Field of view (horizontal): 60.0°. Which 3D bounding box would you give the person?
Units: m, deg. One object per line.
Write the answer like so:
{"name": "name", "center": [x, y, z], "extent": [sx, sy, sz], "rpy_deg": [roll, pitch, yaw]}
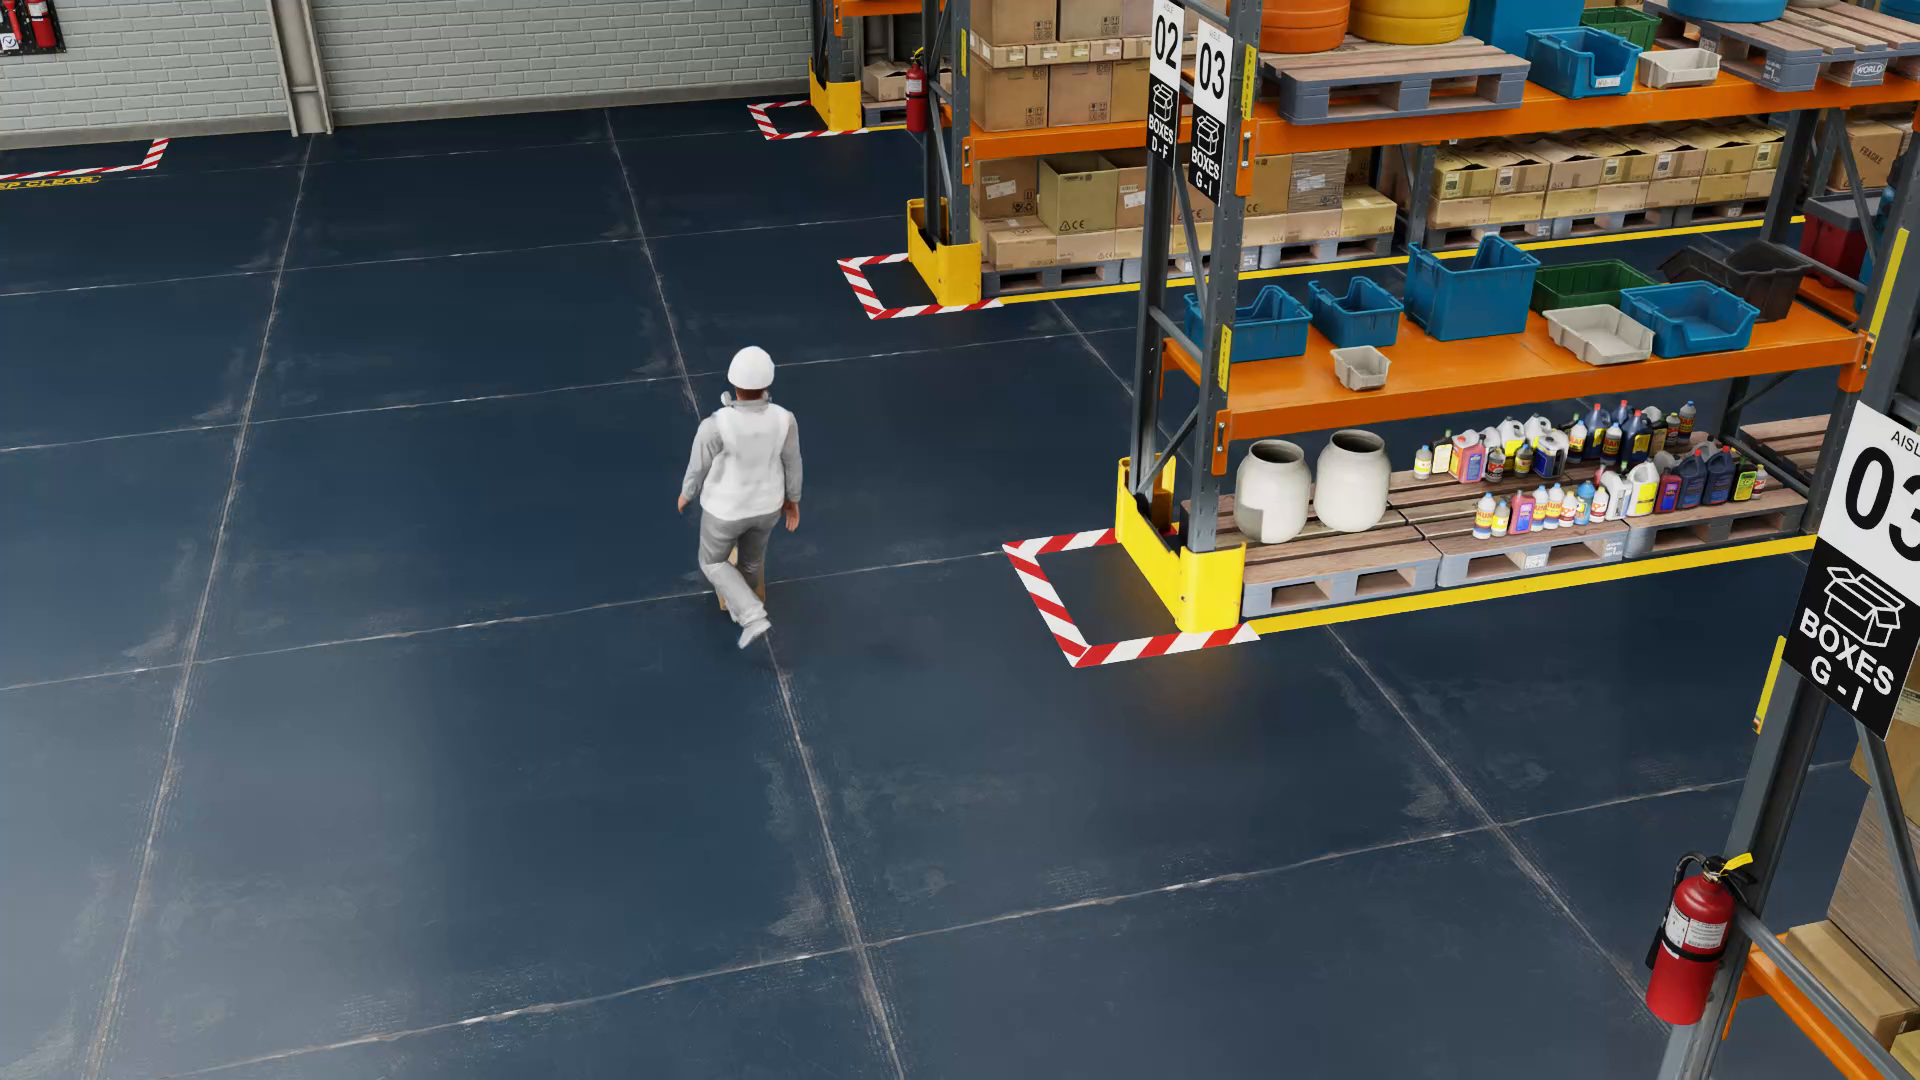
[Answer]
{"name": "person", "center": [-1.157, -0.239, 8.652], "extent": [0.604, 1.739, 0.809], "rpy_deg": [-14, 33, -23]}
